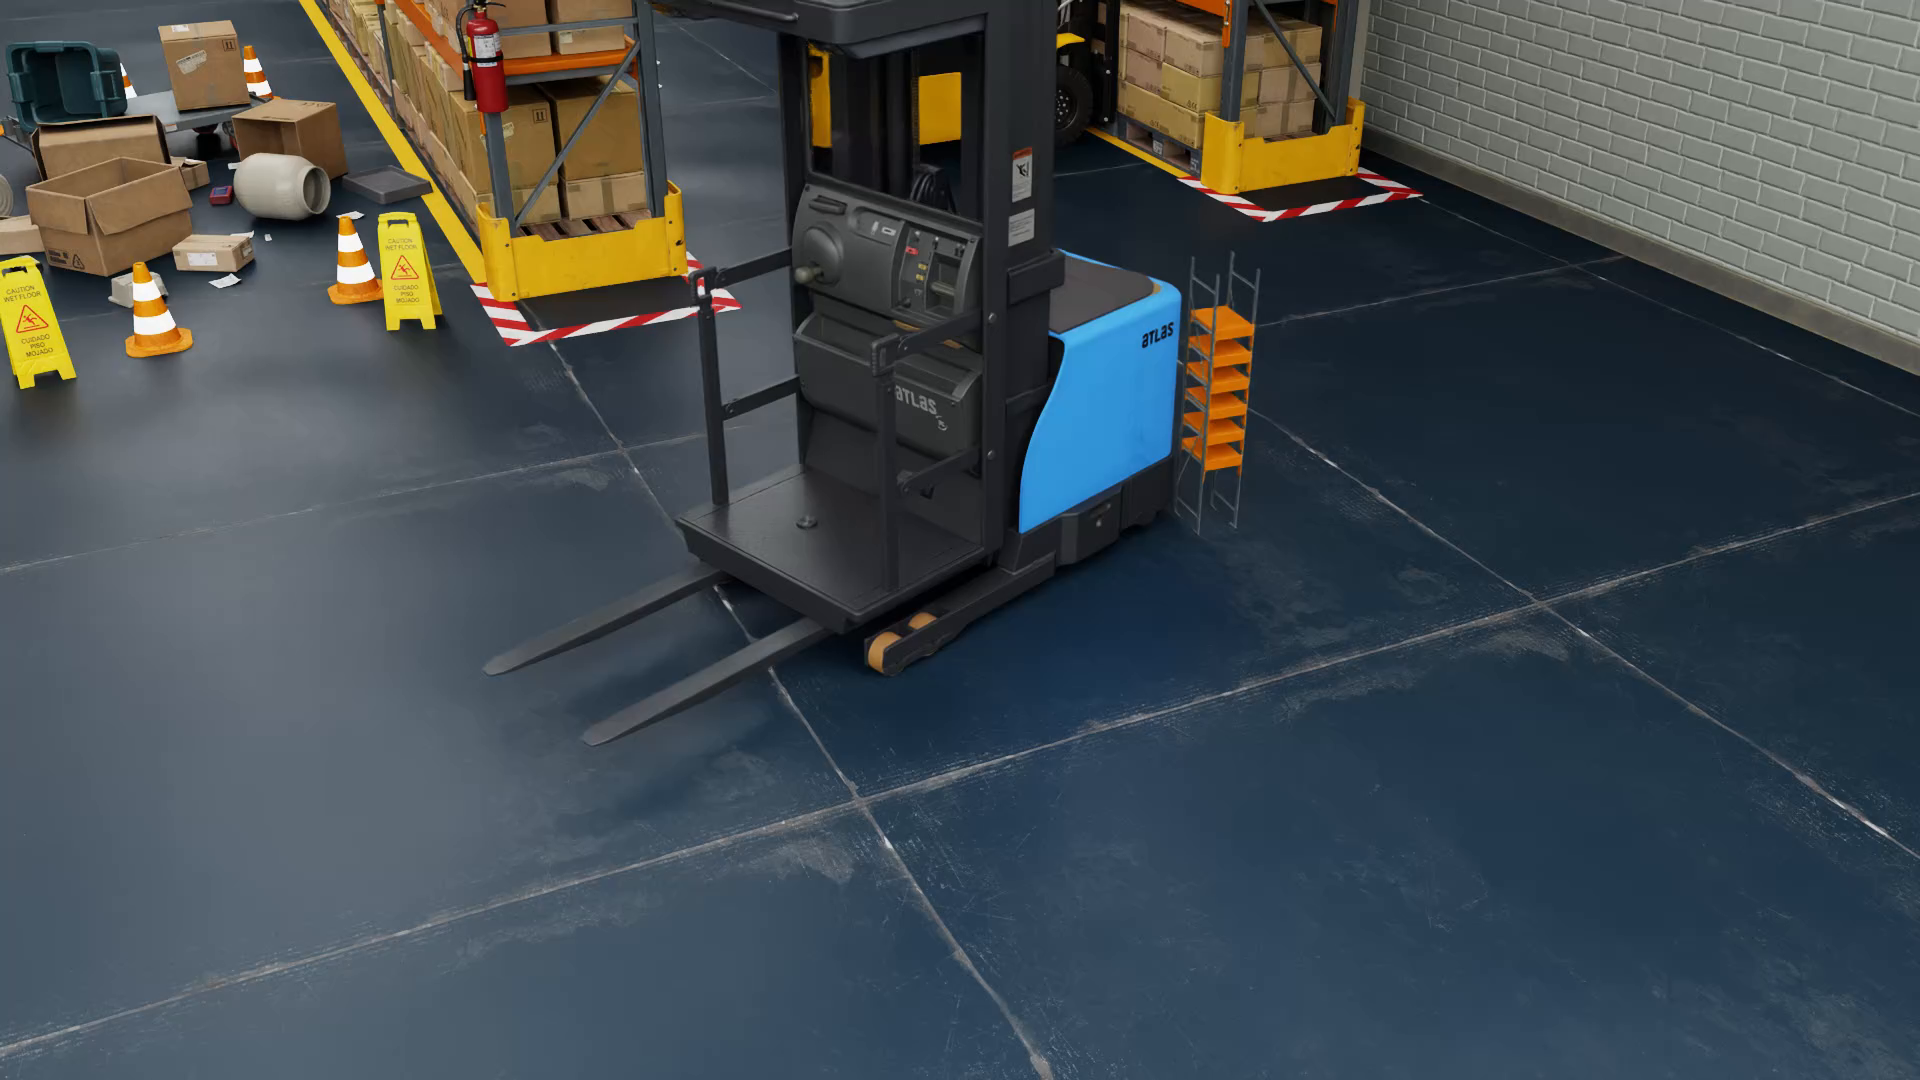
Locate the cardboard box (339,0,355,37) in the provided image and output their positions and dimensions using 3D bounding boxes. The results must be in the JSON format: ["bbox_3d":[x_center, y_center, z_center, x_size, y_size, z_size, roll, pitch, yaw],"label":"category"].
[{"bbox_3d":[-5.091,-4.851,15.092,0.950,0.372,0.625,-14,32,-23],"label":"cardboard box"}]

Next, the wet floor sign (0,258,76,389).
[{"bbox_3d":[-4.840,-1.148,8.638,0.267,0.644,0.232,-19,35,-30],"label":"wet floor sign"}]

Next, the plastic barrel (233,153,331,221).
[{"bbox_3d":[-4.468,-2.327,10.967,0.512,0.421,0.421,7,30,13],"label":"plastic barrel"}]

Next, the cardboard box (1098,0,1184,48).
[{"bbox_3d":[1.338,-3.903,12.503,0.500,0.250,0.500,-13,32,-21],"label":"cardboard box"}]

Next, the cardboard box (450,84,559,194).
[{"bbox_3d":[-2.793,-2.466,10.196,0.500,0.500,0.500,-13,32,-22],"label":"cardboard box"}]

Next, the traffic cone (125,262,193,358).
[{"bbox_3d":[-4.420,-1.285,9.069,0.336,0.463,0.334,-13,32,-22],"label":"traffic cone"}]

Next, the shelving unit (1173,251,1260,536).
[{"bbox_3d":[1.089,-0.613,7.116,0.189,1.200,0.258,-10,31,-17],"label":"shelving unit"}]

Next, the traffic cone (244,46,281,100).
[{"bbox_3d":[-5.728,-3.770,13.501,0.336,0.463,0.334,-13,32,-22],"label":"traffic cone"}]

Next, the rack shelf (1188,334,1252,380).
[{"bbox_3d":[1.089,-0.783,7.020,0.180,0.103,0.258,-10,31,-17],"label":"rack shelf"}]

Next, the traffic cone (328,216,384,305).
[{"bbox_3d":[-3.564,-1.669,9.753,0.336,0.463,0.334,-13,32,-22],"label":"traffic cone"}]

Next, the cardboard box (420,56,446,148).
[{"bbox_3d":[-3.231,-2.920,11.006,0.500,0.500,0.500,-14,32,-23],"label":"cardboard box"}]

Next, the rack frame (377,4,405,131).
[{"bbox_3d":[-3.931,-4.623,12.428,1.000,3.000,0.127,-13,32,-22],"label":"rack frame"}]

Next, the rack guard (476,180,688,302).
[{"bbox_3d":[-2.246,-1.799,9.948,1.175,0.500,0.348,-13,32,-22],"label":"rack guard"}]

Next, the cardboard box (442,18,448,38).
[{"bbox_3d":[-2.867,-3.073,9.921,0.380,0.149,0.250,-14,32,-23],"label":"cardboard box"}]

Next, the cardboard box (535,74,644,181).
[{"bbox_3d":[-2.321,-2.592,10.420,0.500,0.500,0.500,-14,32,-24],"label":"cardboard box"}]

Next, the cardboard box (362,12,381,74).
[{"bbox_3d":[-4.470,-4.208,13.945,0.950,0.372,0.625,-11,31,-19],"label":"cardboard box"}]

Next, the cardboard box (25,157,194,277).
[{"bbox_3d":[-5.254,-2.012,10.323,0.637,0.503,0.797,13,32,21],"label":"cardboard box"}]

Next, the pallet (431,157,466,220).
[{"bbox_3d":[-3.083,-2.578,11.631,1.003,0.211,1.213,-13,32,-22],"label":"pallet"}]

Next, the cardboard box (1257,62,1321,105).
[{"bbox_3d":[2.253,-3.353,12.034,0.500,0.250,0.500,-12,32,-21],"label":"cardboard box"}]

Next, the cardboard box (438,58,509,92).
[{"bbox_3d":[-3.012,-2.897,10.302,0.380,0.149,0.250,-12,31,-21],"label":"cardboard box"}]

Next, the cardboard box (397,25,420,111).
[{"bbox_3d":[-3.681,-3.383,11.831,0.500,0.500,0.500,-12,31,-20],"label":"cardboard box"}]

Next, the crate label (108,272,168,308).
[{"bbox_3d":[-4.814,-1.478,9.745,0.298,0.136,0.250,19,34,30],"label":"crate label"}]

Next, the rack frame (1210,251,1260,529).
[{"bbox_3d":[1.175,-0.628,7.143,0.006,1.200,0.240,-10,31,-17],"label":"rack frame"}]

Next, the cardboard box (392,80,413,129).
[{"bbox_3d":[-3.922,-3.290,12.432,0.500,0.250,0.500,-15,32,-24],"label":"cardboard box"}]

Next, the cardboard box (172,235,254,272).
[{"bbox_3d":[-4.601,-1.767,10.249,0.380,0.149,0.250,2,29,4],"label":"cardboard box"}]

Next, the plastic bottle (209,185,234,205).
[{"bbox_3d":[-5.071,-2.378,11.427,0.133,0.061,0.283,-8,30,-13],"label":"plastic bottle"}]

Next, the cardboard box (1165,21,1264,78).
[{"bbox_3d":[1.788,-3.458,11.709,0.500,0.250,0.500,-12,31,-20],"label":"cardboard box"}]

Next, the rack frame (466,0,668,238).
[{"bbox_3d":[-2.214,-2.856,9.277,1.000,3.000,0.127,-13,32,-22],"label":"rack frame"}]

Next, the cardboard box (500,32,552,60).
[{"bbox_3d":[-2.568,-2.867,9.553,0.380,0.149,0.250,-12,31,-20],"label":"cardboard box"}]

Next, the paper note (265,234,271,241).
[{"bbox_3d":[-4.461,-1.950,10.718,0.032,0.001,0.123,-13,32,-22],"label":"paper note"}]

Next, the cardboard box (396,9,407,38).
[{"bbox_3d":[-3.700,-3.605,11.564,0.380,0.149,0.250,-12,31,-20],"label":"cardboard box"}]

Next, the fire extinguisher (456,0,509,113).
[{"bbox_3d":[-2.581,-2.675,9.033,0.296,0.674,0.183,-13,32,-22],"label":"fire extinguisher"}]

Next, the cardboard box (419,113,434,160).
[{"bbox_3d":[-3.452,-2.822,11.598,0.500,0.250,0.500,-14,32,-23],"label":"cardboard box"}]

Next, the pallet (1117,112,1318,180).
[{"bbox_3d":[1.901,-3.013,12.407,1.003,0.211,1.213,-13,32,-22],"label":"pallet"}]

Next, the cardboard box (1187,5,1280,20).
[{"bbox_3d":[2.014,-3.792,12.305,0.500,0.250,0.500,-13,32,-22],"label":"cardboard box"}]

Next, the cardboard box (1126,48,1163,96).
[{"bbox_3d":[1.571,-3.475,12.251,0.500,0.250,0.500,-13,32,-22],"label":"cardboard box"}]

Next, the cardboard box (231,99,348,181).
[{"bbox_3d":[-4.700,-2.775,11.685,0.500,0.500,0.500,7,30,13],"label":"cardboard box"}]

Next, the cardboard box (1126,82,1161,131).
[{"bbox_3d":[1.576,-3.247,12.355,0.500,0.250,0.500,-13,32,-22],"label":"cardboard box"}]

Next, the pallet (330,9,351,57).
[{"bbox_3d":[-5.314,-4.828,15.645,1.003,0.211,1.213,-13,32,-22],"label":"pallet"}]

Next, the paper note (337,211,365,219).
[{"bbox_3d":[-4.059,-2.167,11.083,0.148,0.019,0.142,26,38,38],"label":"paper note"}]

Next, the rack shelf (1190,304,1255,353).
[{"bbox_3d":[1.089,-0.888,6.961,0.180,0.103,0.258,-10,31,-17],"label":"rack shelf"}]

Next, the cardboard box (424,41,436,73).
[{"bbox_3d":[-3.228,-3.126,10.709,0.380,0.149,0.250,-12,31,-20],"label":"cardboard box"}]

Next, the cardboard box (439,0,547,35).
[{"bbox_3d":[-2.696,-3.211,9.504,0.500,0.500,0.500,-14,32,-23],"label":"cardboard box"}]

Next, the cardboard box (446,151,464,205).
[{"bbox_3d":[-3.019,-2.371,10.793,0.500,0.250,0.500,-13,32,-22],"label":"cardboard box"}]

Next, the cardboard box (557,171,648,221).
[{"bbox_3d":[-2.310,-2.254,10.585,0.500,0.250,0.500,-13,32,-22],"label":"cardboard box"}]

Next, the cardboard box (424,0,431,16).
[{"bbox_3d":[-3.180,-3.417,10.534,0.380,0.149,0.250,-13,32,-22],"label":"cardboard box"}]

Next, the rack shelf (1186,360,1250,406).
[{"bbox_3d":[1.089,-0.678,7.079,0.180,0.103,0.258,-10,31,-17],"label":"rack shelf"}]

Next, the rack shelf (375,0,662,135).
[{"bbox_3d":[-3.072,-3.426,11.028,1.077,0.370,4.000,-13,32,-22],"label":"rack shelf"}]

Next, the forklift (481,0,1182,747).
[{"bbox_3d":[-0.435,-1.043,6.114,1.130,2.935,3.031,25,38,37],"label":"forklift"}]

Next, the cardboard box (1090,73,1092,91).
[{"bbox_3d":[1.126,-3.694,13.153,0.500,0.250,0.500,-12,31,-20],"label":"cardboard box"}]

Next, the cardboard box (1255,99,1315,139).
[{"bbox_3d":[2.233,-3.142,12.168,0.500,0.250,0.500,-13,32,-22],"label":"cardboard box"}]

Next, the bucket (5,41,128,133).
[{"bbox_3d":[-6.218,-3.198,11.679,0.726,0.611,0.620,-3,19,-5],"label":"bucket"}]

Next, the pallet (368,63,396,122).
[{"bbox_3d":[-4.267,-3.750,13.722,1.003,0.211,1.213,-13,32,-22],"label":"pallet"}]

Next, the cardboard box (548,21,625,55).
[{"bbox_3d":[-2.173,-2.940,9.683,0.380,0.149,0.250,-13,32,-22],"label":"cardboard box"}]

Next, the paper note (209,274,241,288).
[{"bbox_3d":[-4.417,-1.561,10.002,0.142,0.019,0.148,26,38,38],"label":"paper note"}]

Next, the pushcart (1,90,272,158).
[{"bbox_3d":[-5.969,-2.979,12.176,0.936,0.377,1.648,26,38,38],"label":"pushcart"}]
